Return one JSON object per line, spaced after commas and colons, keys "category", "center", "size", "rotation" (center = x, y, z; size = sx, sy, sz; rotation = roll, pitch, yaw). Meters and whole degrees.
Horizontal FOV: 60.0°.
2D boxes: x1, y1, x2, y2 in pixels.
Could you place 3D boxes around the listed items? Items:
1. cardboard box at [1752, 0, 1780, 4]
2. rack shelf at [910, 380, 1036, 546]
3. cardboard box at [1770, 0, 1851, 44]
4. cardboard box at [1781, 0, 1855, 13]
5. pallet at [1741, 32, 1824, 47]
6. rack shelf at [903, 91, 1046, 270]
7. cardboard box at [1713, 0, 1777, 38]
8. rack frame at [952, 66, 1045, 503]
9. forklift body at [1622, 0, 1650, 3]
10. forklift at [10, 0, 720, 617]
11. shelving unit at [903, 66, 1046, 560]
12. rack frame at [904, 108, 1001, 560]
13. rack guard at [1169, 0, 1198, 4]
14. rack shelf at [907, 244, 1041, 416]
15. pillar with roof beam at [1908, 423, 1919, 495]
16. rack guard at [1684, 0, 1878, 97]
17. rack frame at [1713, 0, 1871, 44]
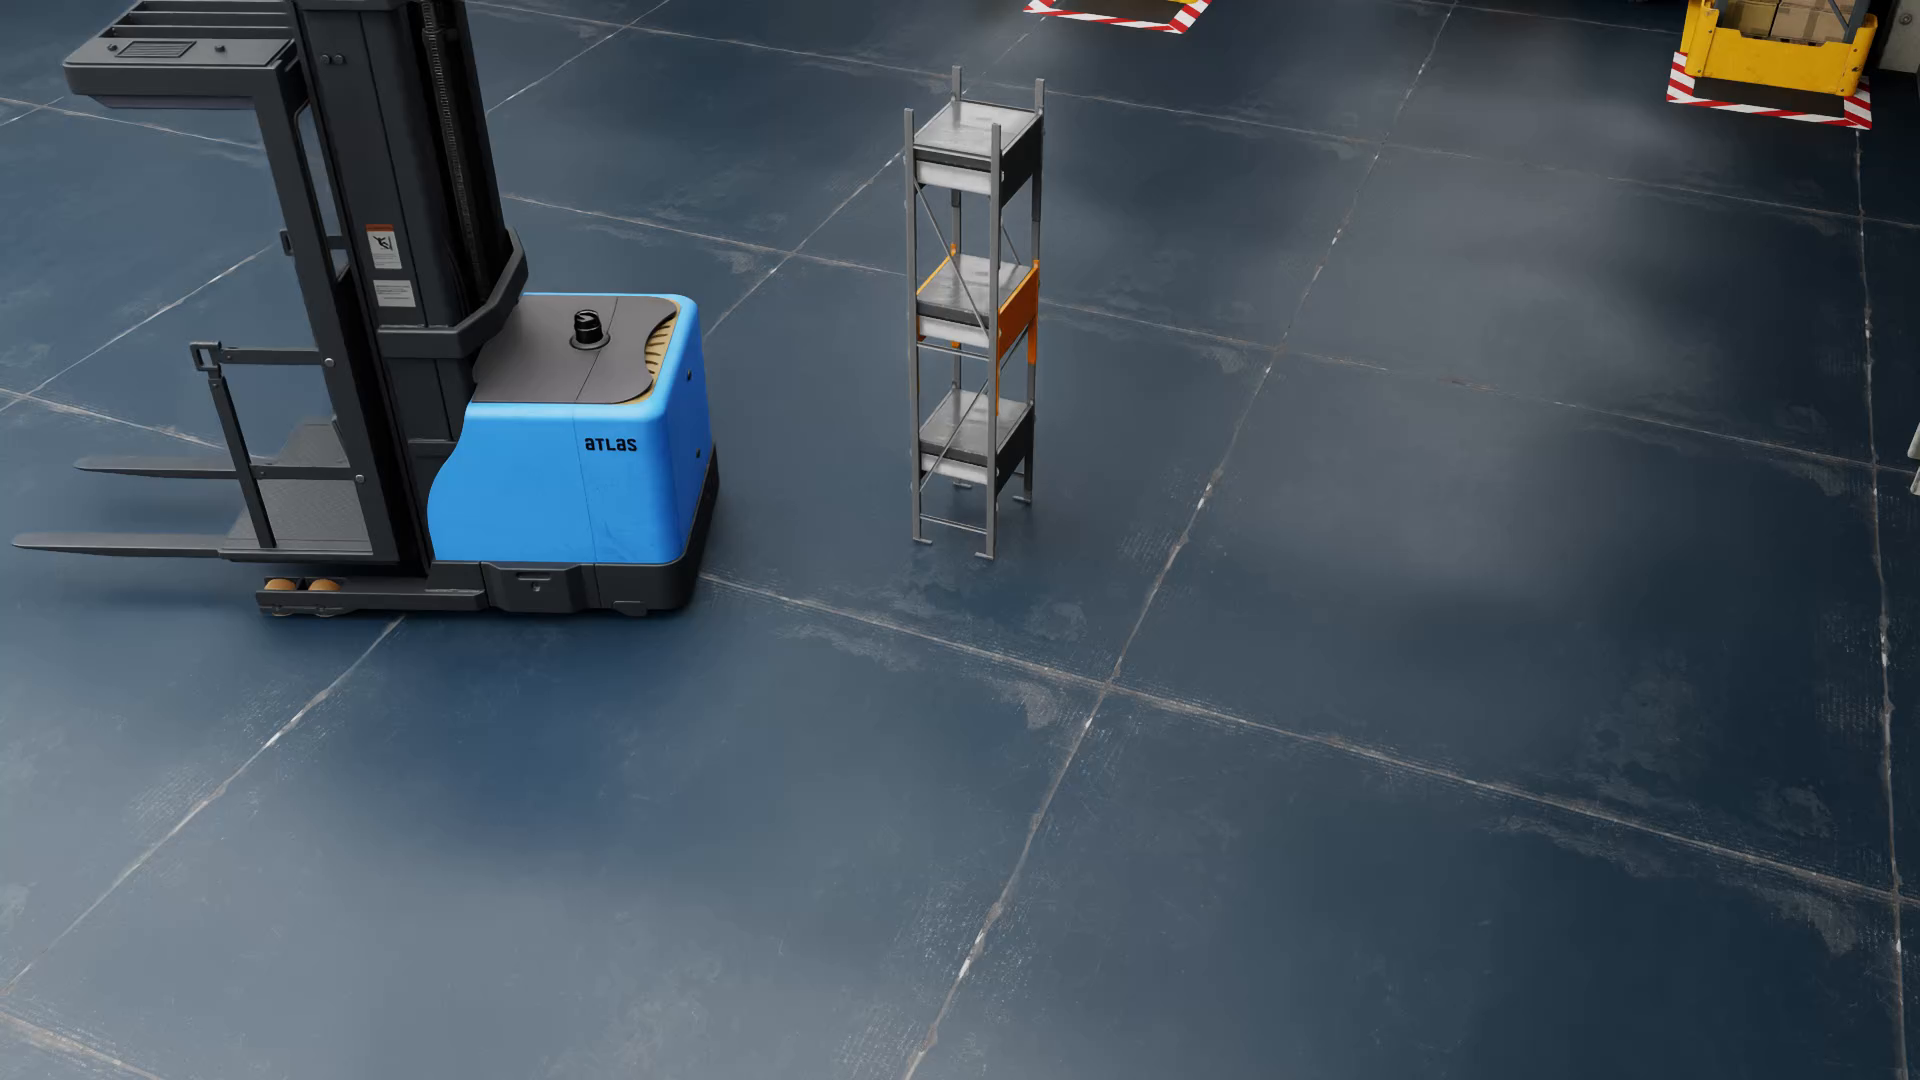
{"category": "cardboard box", "center": [5.905, -4.252, 12.462], "size": [0.500, 0.250, 0.500], "rotation": [13, 39, 17]}
{"category": "rack shelf", "center": [0.063, -0.361, 7.671], "size": [0.431, 0.518, 0.480], "rotation": [14, 39, 18]}
{"category": "cardboard box", "center": [6.376, -3.939, 12.460], "size": [0.500, 0.250, 0.500], "rotation": [14, 39, 18]}
{"category": "cardboard box", "center": [6.380, -4.124, 12.291], "size": [0.500, 0.250, 0.500], "rotation": [15, 39, 19]}
{"category": "pallet", "center": [6.261, -3.960, 12.872], "size": [1.003, 0.211, 1.213], "rotation": [14, 39, 18]}
{"category": "rack shelf", "center": [0.063, -1.482, 6.833], "size": [0.431, 0.518, 0.480], "rotation": [14, 39, 18]}
{"category": "cardboard box", "center": [5.895, -4.043, 12.600], "size": [0.500, 0.250, 0.500], "rotation": [14, 39, 18]}
{"category": "rack frame", "center": [0.156, -1.068, 7.425], "size": [0.400, 2.100, 0.015], "rotation": [14, 39, 18]}
{"category": "forklift body", "center": [5.043, -5.770, 13.673], "size": [2.313, 2.155, 1.214], "rotation": [14, 39, 18]}
{"category": "forklift", "center": [-2.680, -1.152, 6.843], "size": [3.031, 2.935, 1.130], "rotation": [1, 37, 1]}
{"category": "shelving unit", "center": [0.063, -0.933, 7.244], "size": [0.431, 2.100, 0.503], "rotation": [14, 39, 18]}
{"category": "rack frame", "center": [-0.030, -0.798, 7.063], "size": [0.400, 2.100, 0.015], "rotation": [14, 39, 18]}
{"category": "rack guard", "center": [1.446, -4.814, 13.773], "size": [1.175, 0.500, 0.348], "rotation": [14, 39, 18]}
{"category": "rack shelf", "center": [0.063, -0.922, 7.252], "size": [0.431, 0.518, 0.480], "rotation": [14, 39, 18]}
{"category": "pillar with roof beam", "center": [0.843, -4.886, 6.771], "size": [9.100, 9.000, 0.400], "rotation": [14, 39, 18]}
{"category": "rack guard", "center": [6.000, -3.630, 12.189], "size": [1.175, 0.500, 0.348], "rotation": [14, 39, 18]}
{"category": "rack frame", "center": [6.009, -4.644, 11.458], "size": [1.000, 3.000, 0.127], "rotation": [14, 39, 18]}
